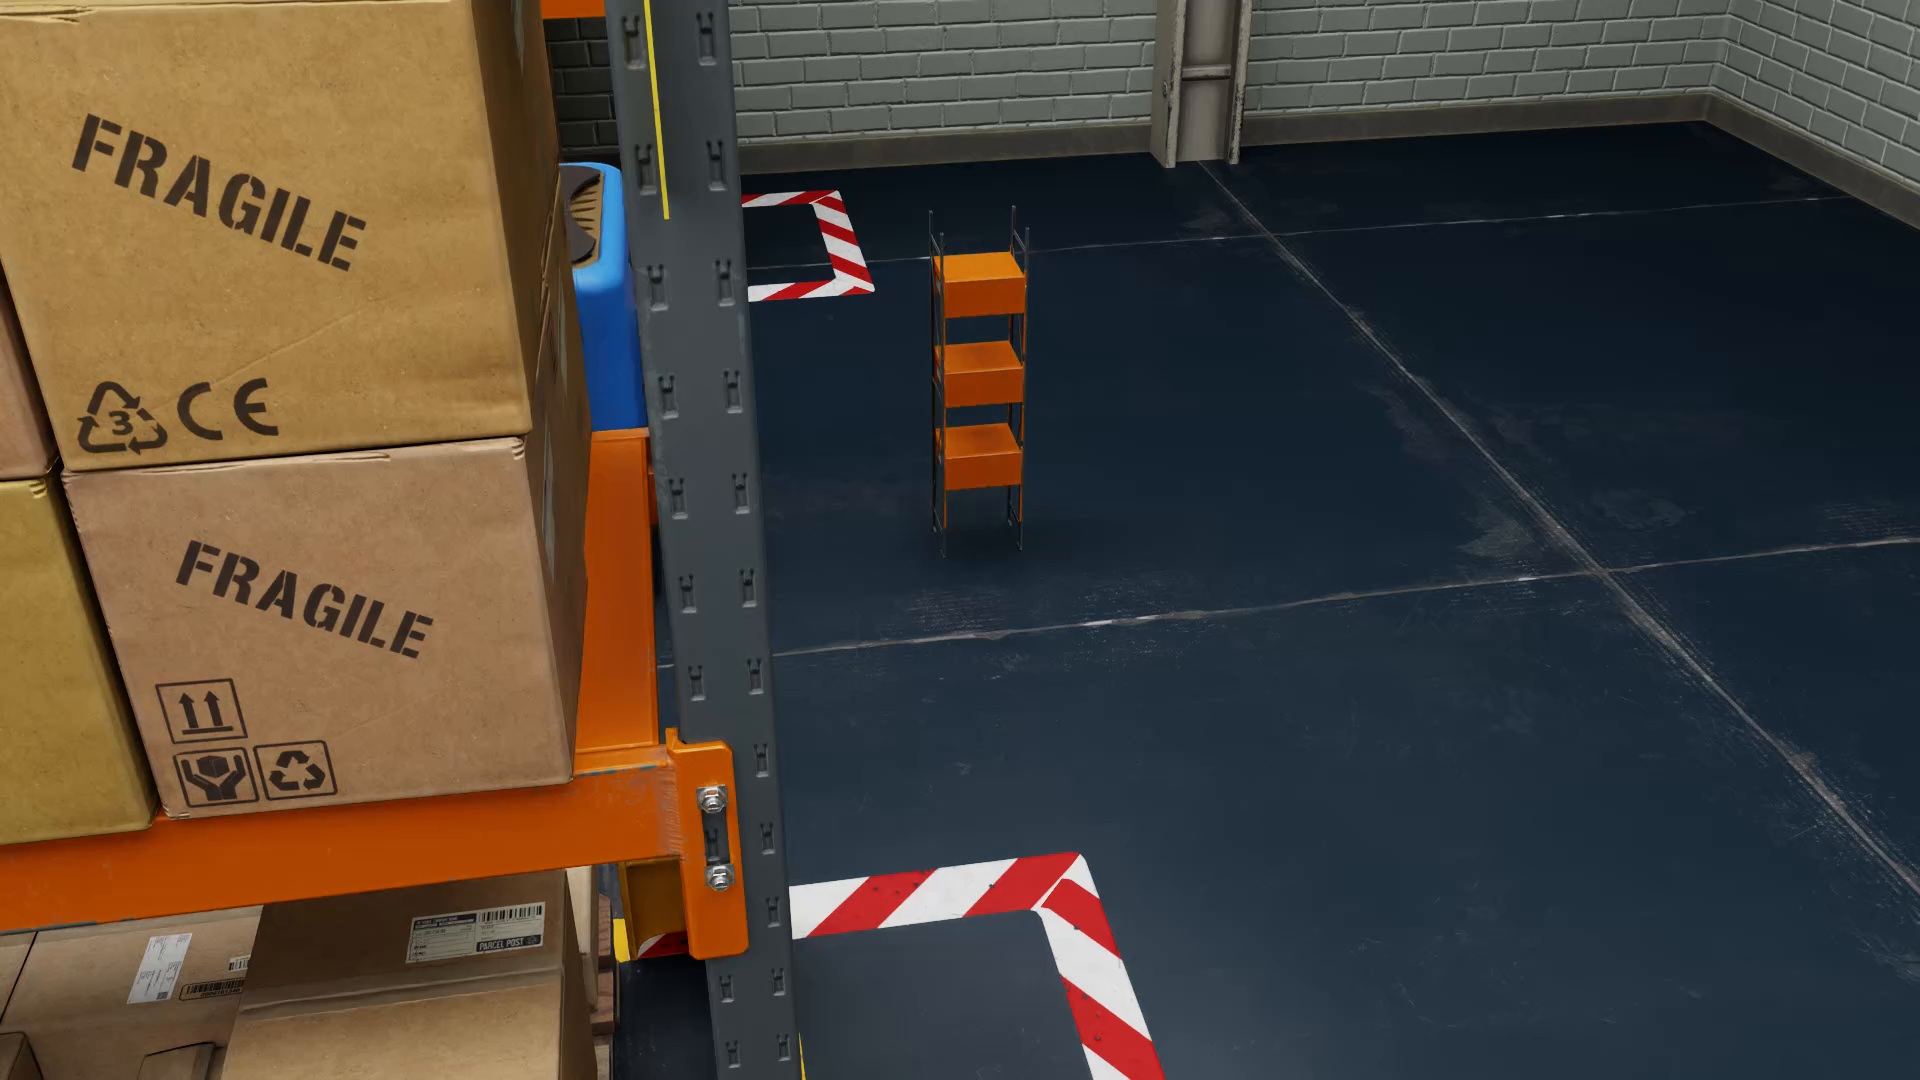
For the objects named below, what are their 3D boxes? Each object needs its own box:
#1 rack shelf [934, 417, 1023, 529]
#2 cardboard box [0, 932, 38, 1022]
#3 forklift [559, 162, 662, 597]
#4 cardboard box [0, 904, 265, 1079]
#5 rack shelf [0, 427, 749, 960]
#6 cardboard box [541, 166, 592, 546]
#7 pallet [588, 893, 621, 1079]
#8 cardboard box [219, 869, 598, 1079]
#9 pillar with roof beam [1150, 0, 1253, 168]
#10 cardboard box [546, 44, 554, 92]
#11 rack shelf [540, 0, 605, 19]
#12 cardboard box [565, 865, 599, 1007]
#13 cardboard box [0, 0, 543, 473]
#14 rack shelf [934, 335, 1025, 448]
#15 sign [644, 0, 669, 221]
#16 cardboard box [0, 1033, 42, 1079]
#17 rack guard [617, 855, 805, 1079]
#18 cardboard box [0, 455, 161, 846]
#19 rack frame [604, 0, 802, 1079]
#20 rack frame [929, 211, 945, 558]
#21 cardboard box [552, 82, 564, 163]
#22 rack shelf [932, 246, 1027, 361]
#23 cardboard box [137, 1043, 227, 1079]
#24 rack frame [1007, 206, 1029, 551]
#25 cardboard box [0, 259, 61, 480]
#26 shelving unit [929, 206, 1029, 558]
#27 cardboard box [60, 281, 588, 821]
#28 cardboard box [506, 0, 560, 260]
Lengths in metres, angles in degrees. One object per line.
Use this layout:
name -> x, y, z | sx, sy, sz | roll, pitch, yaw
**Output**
rack shelf -> 0.053, -0.209, 5.138 | 0.240, 0.259, 0.215 | -5, 31, -9
cardboard box -> -1.961, 0.858, 3.110 | 0.500, 0.250, 0.500 | -5, 31, -9
forklift -> -2.438, -1.150, 4.315 | 3.031, 2.935, 1.130 | -5, 31, -8
cardboard box -> -1.469, 0.812, 3.188 | 0.500, 0.250, 0.500 | -5, 31, -9
rack shelf -> -2.359, 0.356, 2.396 | 4.000, 0.370, 1.077 | -5, 31, -9
cardboard box -> -0.876, -0.271, 2.653 | 0.500, 0.500, 0.500 | -5, 31, -8
pallet -> -1.250, 1.145, 3.094 | 1.213, 0.211, 1.003 | -5, 31, -9
cardboard box -> -0.882, 0.923, 2.753 | 0.500, 0.500, 0.500 | -5, 31, -9
pillar with roof beam -> 1.988, -3.724, 2.705 | 0.400, 9.000, 9.100 | -5, 31, -9
cardboard box -> -1.871, -1.987, 7.082 | 0.250, 0.149, 0.380 | -5, 31, -9
rack shelf -> -3.255, -2.114, 6.595 | 4.000, 0.370, 1.077 | -5, 31, -9
cardboard box -> -0.865, 0.769, 3.361 | 0.250, 0.149, 0.380 | -5, 31, -9
cardboard box -> -0.780, -0.433, 1.943 | 0.500, 0.500, 0.500 | -6, 31, -9
rack shelf -> 0.053, -0.448, 4.998 | 0.240, 0.259, 0.215 | -5, 31, -9
sign -> -0.311, -0.494, 1.677 | 0.005, 0.325, 0.100 | -5, 31, -9
cardboard box -> -1.822, 1.103, 2.694 | 0.500, 0.250, 0.500 | -5, 31, -9
rack guard -> -0.466, 0.947, 3.146 | 0.348, 0.500, 1.175 | -5, 31, -9
cardboard box -> -1.293, 0.045, 2.115 | 0.500, 0.500, 0.500 | -5, 31, -8
rack frame -> -0.392, -0.137, 2.524 | 0.127, 3.000, 1.000 | -5, 31, -9
rack frame -> -0.067, -0.446, 4.973 | 0.008, 1.050, 0.200 | -5, 31, -9
cardboard box -> -1.958, -1.596, 7.057 | 0.500, 0.500, 0.700 | -5, 31, -9
rack shelf -> 0.053, -0.693, 4.854 | 0.240, 0.259, 0.215 | -5, 31, -9
cardboard box -> -1.297, 1.059, 2.851 | 0.250, 0.166, 0.380 | -5, 31, -9
rack frame -> 0.173, -0.469, 5.011 | 0.008, 1.050, 0.200 | -5, 31, -9
cardboard box -> -1.277, -0.387, 1.864 | 0.500, 0.500, 0.500 | -4, 31, -8
shelving unit -> 0.053, -0.457, 4.992 | 0.252, 1.050, 0.215 | -5, 31, -9
cardboard box -> -0.783, -0.004, 2.198 | 0.500, 0.500, 0.500 | -4, 31, -7
cardboard box -> -0.876, -0.702, 2.400 | 0.500, 0.500, 0.500 | -4, 31, -7
